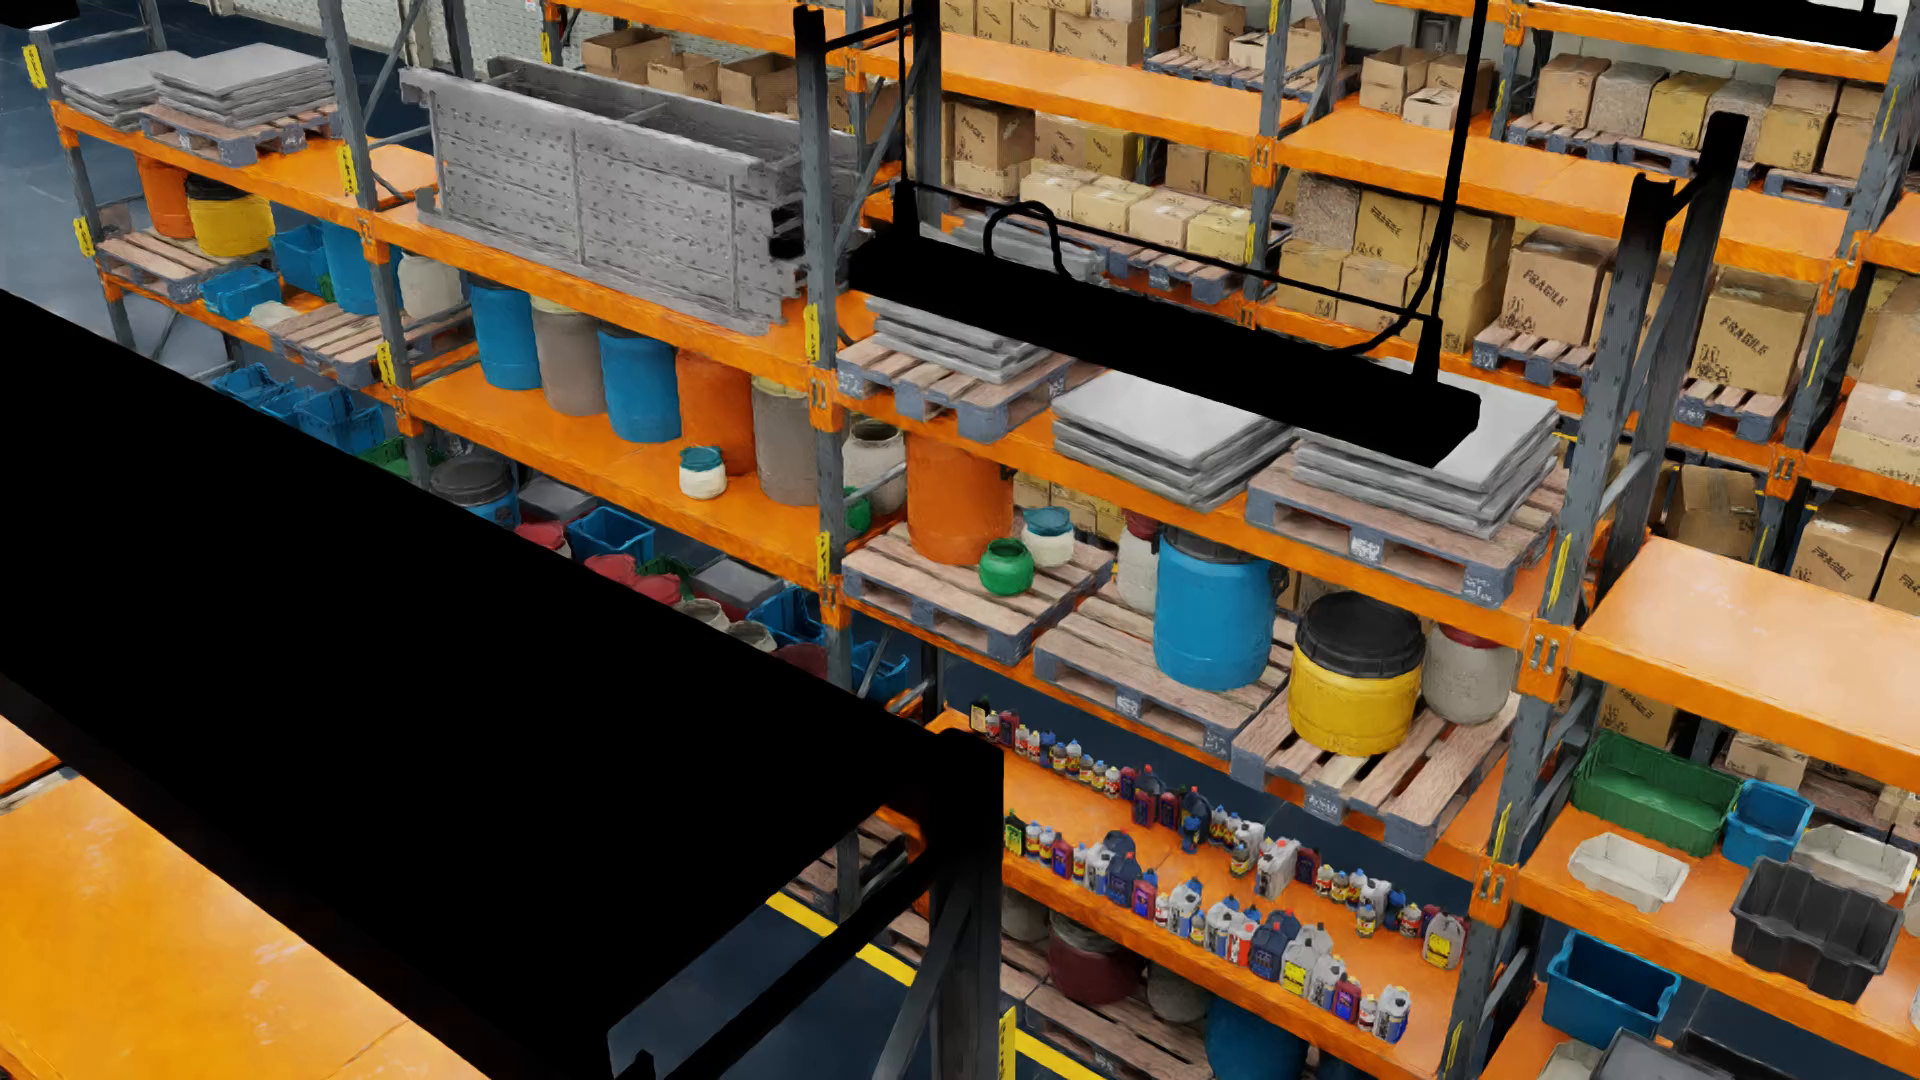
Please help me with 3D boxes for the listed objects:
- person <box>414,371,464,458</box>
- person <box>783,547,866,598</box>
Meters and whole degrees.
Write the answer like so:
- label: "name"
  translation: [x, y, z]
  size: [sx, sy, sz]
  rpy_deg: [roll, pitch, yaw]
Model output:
- label: "person"
  translation: [-5.054, -1.354, 15.752]
  size: [0.620, 1.786, 0.456]
  rpy_deg: [3, 32, 5]
- label: "person"
  translation: [-1.033, -0.195, 13.945]
  size: [1.113, 1.686, 0.582]
  rpy_deg: [20, 37, 29]
